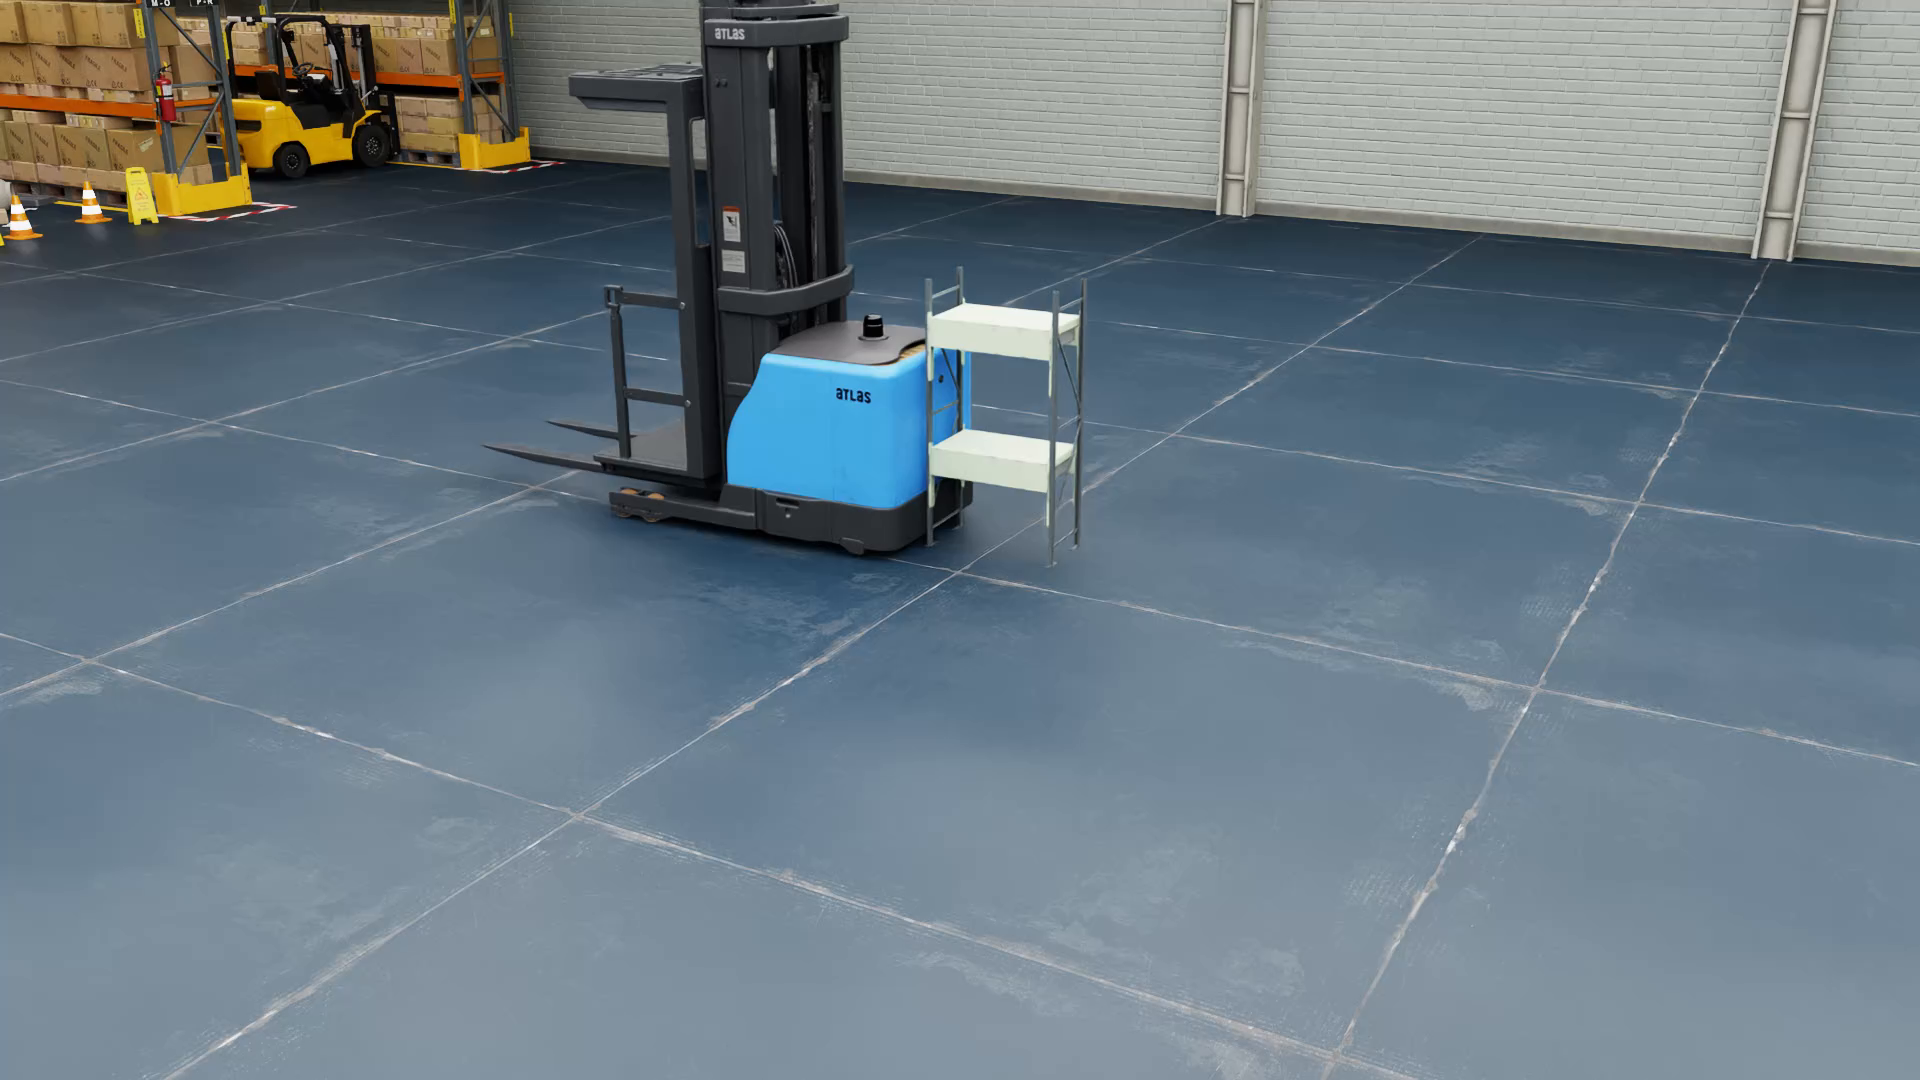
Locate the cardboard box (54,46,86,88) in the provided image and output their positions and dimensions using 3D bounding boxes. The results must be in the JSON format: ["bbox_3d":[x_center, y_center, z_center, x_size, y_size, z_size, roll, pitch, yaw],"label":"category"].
[{"bbox_3d":[-10.829,-5.900,20.649,0.500,0.500,0.500,11,23,27],"label":"cardboard box"}]

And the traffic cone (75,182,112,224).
[{"bbox_3d":[-10.355,-4.031,19.799,0.334,0.463,0.336,11,23,27],"label":"traffic cone"}]

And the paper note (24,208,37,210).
[{"bbox_3d":[-11.572,-4.120,20.679,0.148,0.019,0.142,3,20,9],"label":"paper note"}]

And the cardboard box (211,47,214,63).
[{"bbox_3d":[-11.853,-7.789,26.658,0.500,0.250,0.500,11,23,28],"label":"cardboard box"}]

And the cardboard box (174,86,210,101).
[{"bbox_3d":[-9.546,-5.536,20.597,0.250,0.149,0.380,11,23,28],"label":"cardboard box"}]

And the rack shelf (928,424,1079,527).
[{"bbox_3d":[0.243,-0.362,9.120,0.720,0.370,0.431,10,22,25],"label":"rack shelf"}]

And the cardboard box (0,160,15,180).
[{"bbox_3d":[-12.460,-4.928,21.967,0.500,0.250,0.500,10,22,25],"label":"cardboard box"}]

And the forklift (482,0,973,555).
[{"bbox_3d":[-1.475,-1.628,9.555,3.031,2.935,1.130,10,22,25],"label":"forklift"}]

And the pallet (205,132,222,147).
[{"bbox_3d":[-12.157,-6.682,27.477,1.213,0.211,1.003,11,23,27],"label":"pallet"}]

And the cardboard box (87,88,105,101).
[{"bbox_3d":[-10.510,-5.509,20.521,0.250,0.149,0.380,11,23,28],"label":"cardboard box"}]

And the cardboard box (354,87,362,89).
[{"bbox_3d":[-9.452,-6.951,26.078,0.500,0.250,0.500,10,22,27],"label":"cardboard box"}]

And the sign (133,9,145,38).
[{"bbox_3d":[-9.639,-6.067,19.531,0.005,0.325,0.100,11,23,27],"label":"sign"}]

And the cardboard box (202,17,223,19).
[{"bbox_3d":[-12.185,-8.453,27.173,0.250,0.149,0.380,12,23,29],"label":"cardboard box"}]

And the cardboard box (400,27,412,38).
[{"bbox_3d":[-8.018,-7.480,24.490,0.250,0.149,0.380,11,22,27],"label":"cardboard box"}]

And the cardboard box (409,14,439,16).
[{"bbox_3d":[-8.023,-7.801,24.938,0.250,0.149,0.380,12,23,29],"label":"cardboard box"}]

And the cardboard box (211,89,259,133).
[{"bbox_3d":[-11.560,-6.976,27.063,0.625,0.625,0.875,11,22,27],"label":"cardboard box"}]

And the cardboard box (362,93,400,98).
[{"bbox_3d":[-8.820,-6.624,25.177,0.500,0.250,0.500,10,22,26],"label":"cardboard box"}]

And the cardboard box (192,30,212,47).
[{"bbox_3d":[-11.875,-8.020,26.562,0.500,0.250,0.500,11,23,28],"label":"cardboard box"}]

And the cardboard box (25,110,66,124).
[{"bbox_3d":[-11.694,-5.418,21.267,0.250,0.149,0.380,12,23,30],"label":"cardboard box"}]

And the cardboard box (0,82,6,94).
[{"bbox_3d":[-12.232,-5.874,21.527,0.250,0.149,0.380,11,23,27],"label":"cardboard box"}]

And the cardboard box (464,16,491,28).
[{"bbox_3d":[-7.122,-7.626,24.455,0.250,0.149,0.380,10,22,26],"label":"cardboard box"}]

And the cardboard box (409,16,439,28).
[{"bbox_3d":[-7.821,-7.570,24.302,0.250,0.149,0.380,11,23,28],"label":"cardboard box"}]

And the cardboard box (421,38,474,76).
[{"bbox_3d":[-7.491,-7.065,24.297,0.500,0.500,0.500,10,22,26],"label":"cardboard box"}]

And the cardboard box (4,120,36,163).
[{"bbox_3d":[-11.986,-5.195,21.604,0.500,0.500,0.500,12,23,29],"label":"cardboard box"}]

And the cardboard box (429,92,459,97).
[{"bbox_3d":[-7.699,-6.608,25.132,0.500,0.250,0.500,11,23,27],"label":"cardboard box"}]

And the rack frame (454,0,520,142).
[{"bbox_3d":[-6.933,-7.015,24.304,0.127,3.000,1.000,11,23,27],"label":"rack frame"}]

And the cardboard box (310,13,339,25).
[{"bbox_3d":[-9.618,-7.900,25.212,0.250,0.149,0.380,11,23,28],"label":"cardboard box"}]

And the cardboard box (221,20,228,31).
[{"bbox_3d":[-11.548,-8.121,26.255,0.250,0.149,0.380,10,22,26],"label":"cardboard box"}]

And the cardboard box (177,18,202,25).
[{"bbox_3d":[-12.377,-8.330,26.833,0.250,0.149,0.380,11,23,27],"label":"cardboard box"}]

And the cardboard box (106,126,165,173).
[{"bbox_3d":[-10.177,-4.849,20.651,0.500,0.500,0.500,11,23,28],"label":"cardboard box"}]

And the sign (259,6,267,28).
[{"bbox_3d":[-10.682,-8.024,25.504,0.005,0.325,0.100,11,23,27],"label":"sign"}]

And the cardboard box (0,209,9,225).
[{"bbox_3d":[-11.480,-3.813,19.657,0.380,0.149,0.250,-11,23,-29],"label":"cardboard box"}]

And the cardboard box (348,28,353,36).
[{"bbox_3d":[-8.935,-7.637,24.923,0.250,0.149,0.380,10,22,26],"label":"cardboard box"}]

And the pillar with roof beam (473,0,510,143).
[{"bbox_3d":[-9.201,-8.937,20.807,0.400,9.000,9.100,11,23,27],"label":"pillar with roof beam"}]

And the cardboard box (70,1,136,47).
[{"bbox_3d":[-10.341,-6.299,20.283,0.500,0.500,0.700,11,23,28],"label":"cardboard box"}]

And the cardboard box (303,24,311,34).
[{"bbox_3d":[-9.808,-7.823,25.434,0.250,0.149,0.380,11,23,27],"label":"cardboard box"}]

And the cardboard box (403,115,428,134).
[{"bbox_3d":[-7.943,-6.229,24.821,0.500,0.250,0.500,11,22,27],"label":"cardboard box"}]

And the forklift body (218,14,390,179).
[{"bbox_3d":[-9.479,-6.388,23.821,1.214,2.155,2.313,11,23,27],"label":"forklift body"}]

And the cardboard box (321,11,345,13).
[{"bbox_3d":[-9.801,-8.154,25.912,0.250,0.149,0.380,10,22,26],"label":"cardboard box"}]

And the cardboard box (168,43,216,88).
[{"bbox_3d":[-9.629,-5.884,20.605,0.500,0.500,0.500,10,22,26],"label":"cardboard box"}]

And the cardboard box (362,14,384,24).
[{"bbox_3d":[-8.691,-7.756,24.815,0.250,0.149,0.380,11,23,28],"label":"cardboard box"}]

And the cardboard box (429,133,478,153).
[{"bbox_3d":[-7.498,-5.903,24.657,0.500,0.250,0.500,11,23,28],"label":"cardboard box"}]

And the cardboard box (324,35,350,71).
[{"bbox_3d":[-9.260,-7.410,25.246,0.500,0.500,0.500,11,22,27],"label":"cardboard box"}]

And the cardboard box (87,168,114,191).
[{"bbox_3d":[-10.636,-4.584,21.019,0.500,0.250,0.500,11,23,27],"label":"cardboard box"}]

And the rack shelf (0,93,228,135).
[{"bbox_3d":[-11.097,-5.531,21.268,4.000,0.370,1.077,11,23,27],"label":"rack shelf"}]

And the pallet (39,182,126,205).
[{"bbox_3d":[-11.170,-4.587,21.700,1.213,0.211,1.003,11,23,27],"label":"pallet"}]

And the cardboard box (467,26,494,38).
[{"bbox_3d":[-7.103,-7.500,24.544,0.250,0.149,0.380,10,22,26],"label":"cardboard box"}]

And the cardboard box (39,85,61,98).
[{"bbox_3d":[-11.379,-5.686,21.011,0.250,0.149,0.380,11,23,27],"label":"cardboard box"}]

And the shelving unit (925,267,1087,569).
[{"bbox_3d":[0.243,-0.669,9.009,0.755,1.500,0.431,10,22,25],"label":"shelving unit"}]

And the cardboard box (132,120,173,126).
[{"bbox_3d":[-10.400,-5.099,21.341,0.500,0.500,0.500,10,22,25],"label":"cardboard box"}]
